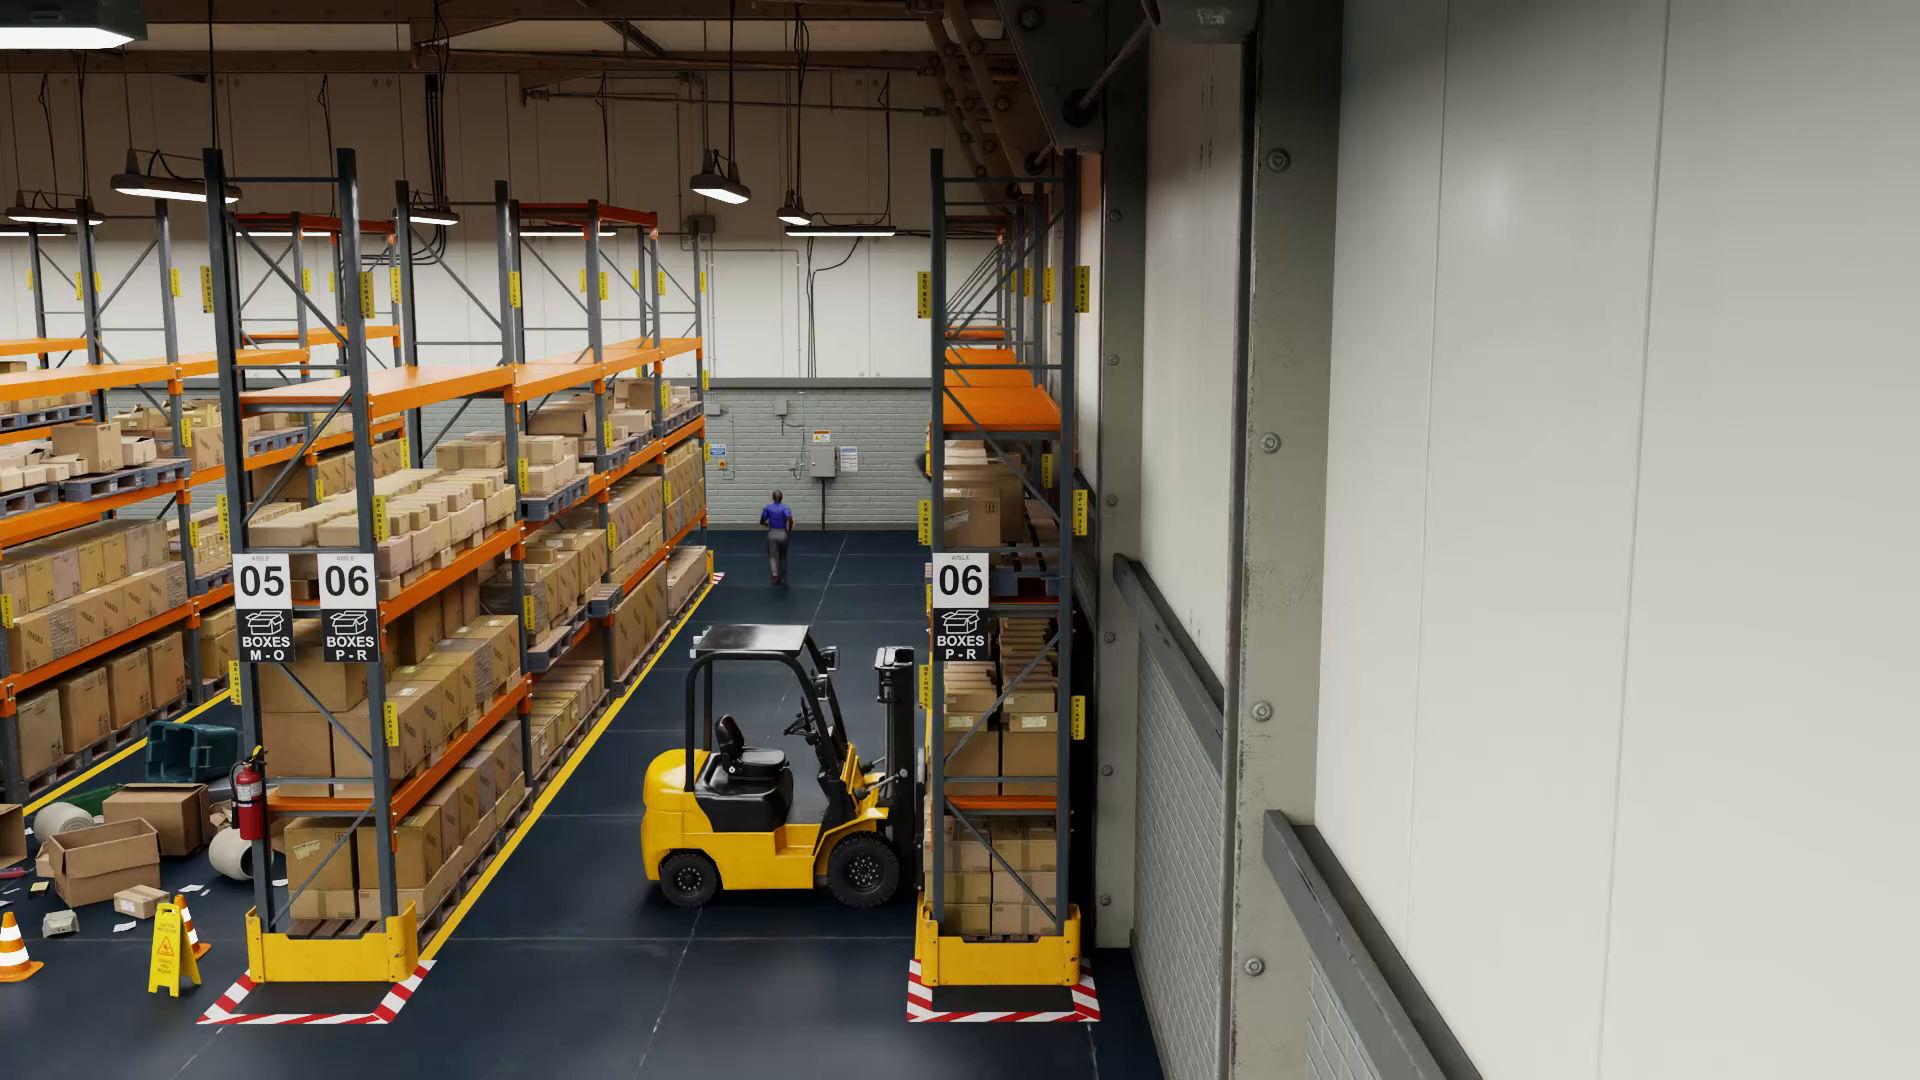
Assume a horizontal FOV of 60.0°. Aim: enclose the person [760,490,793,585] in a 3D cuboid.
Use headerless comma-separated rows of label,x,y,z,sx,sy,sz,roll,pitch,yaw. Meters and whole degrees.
person,-3.004,0.013,27.245,0.544,1.669,1.094,-1,9,-7
